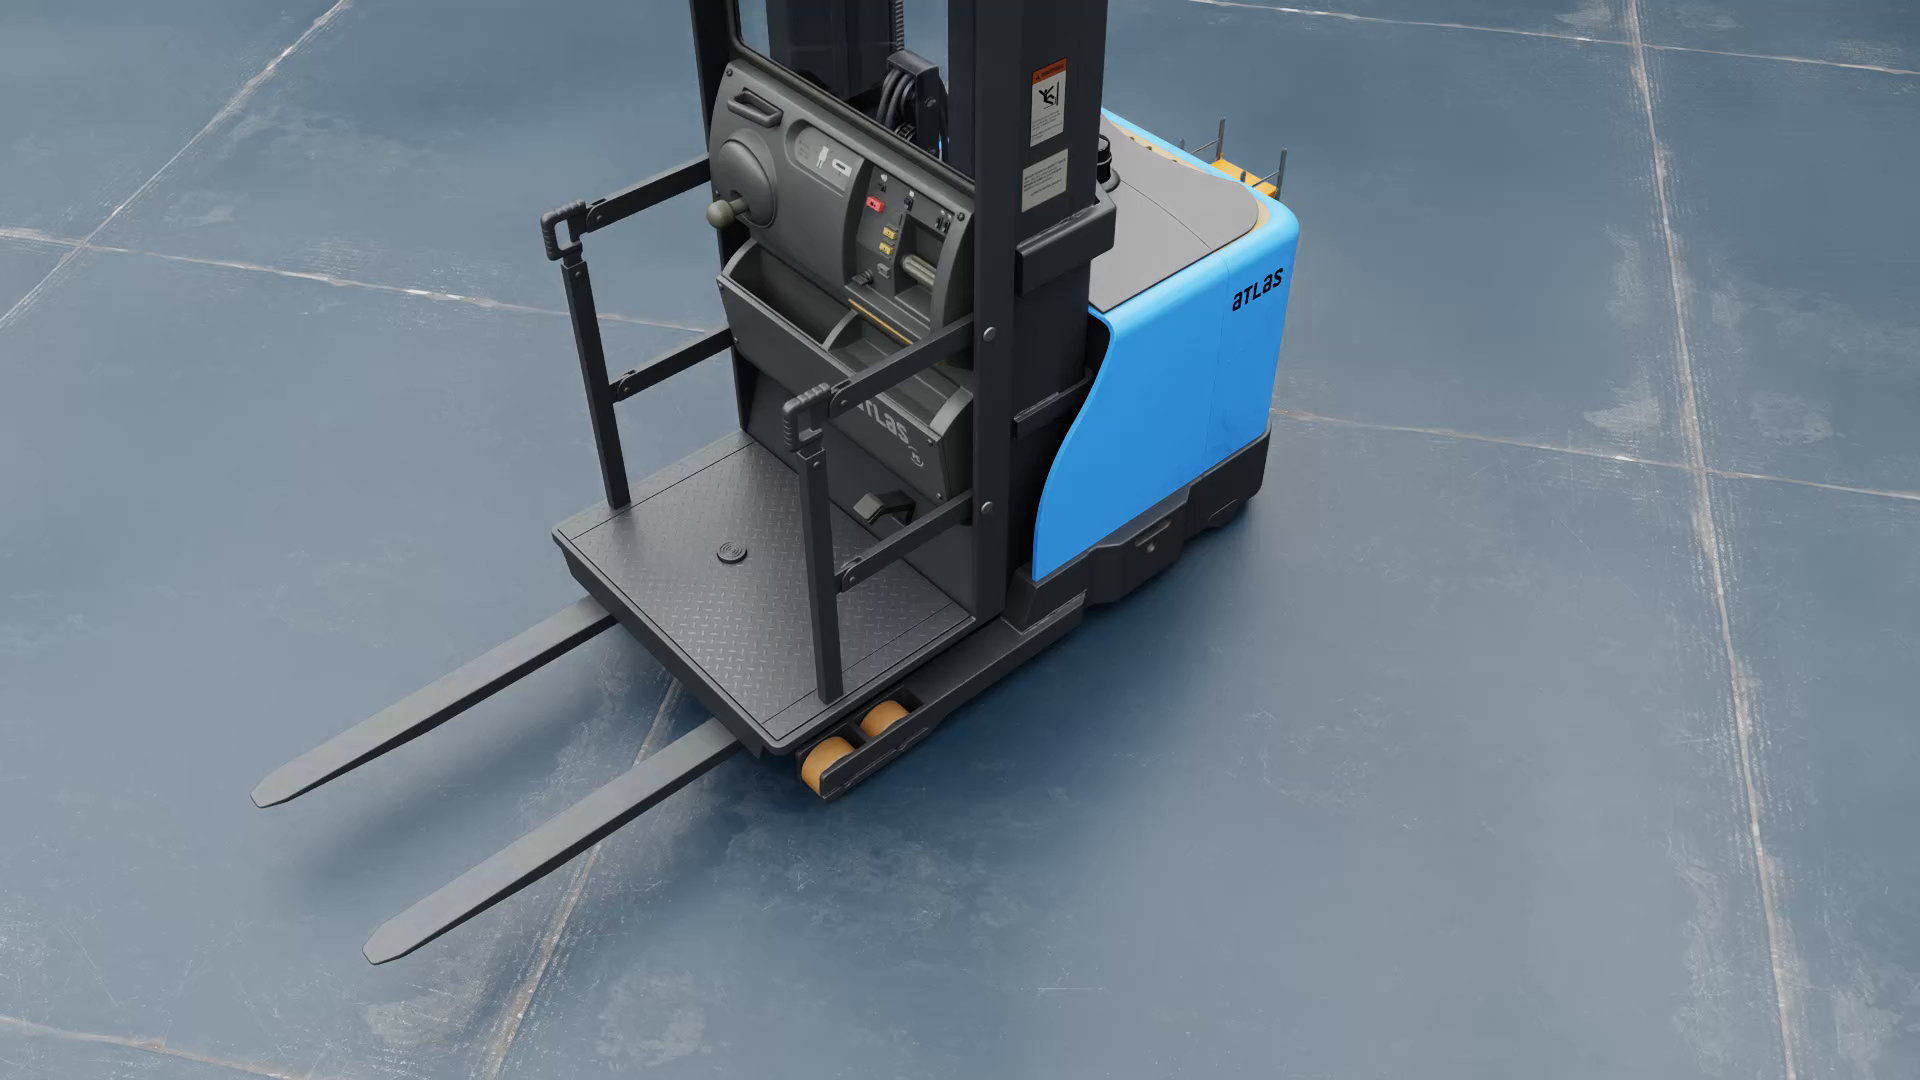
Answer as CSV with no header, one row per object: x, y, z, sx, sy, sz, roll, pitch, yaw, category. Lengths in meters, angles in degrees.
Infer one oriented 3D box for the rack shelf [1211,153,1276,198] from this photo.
0.815,-1.000,5.138,0.215,0.259,0.240,-32,52,-29,rack shelf

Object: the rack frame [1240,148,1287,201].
0.896,-0.740,5.261,0.200,1.050,0.008,-32,52,-29,rack frame

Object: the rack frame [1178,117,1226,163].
0.734,-0.866,5.393,0.200,1.050,0.008,-32,52,-29,rack frame

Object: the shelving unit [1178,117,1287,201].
0.815,-0.803,5.327,0.215,1.050,0.252,-32,52,-29,shelving unit

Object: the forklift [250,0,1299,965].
-0.465,-0.770,3.936,3.031,2.935,1.130,-32,52,-29,forklift
